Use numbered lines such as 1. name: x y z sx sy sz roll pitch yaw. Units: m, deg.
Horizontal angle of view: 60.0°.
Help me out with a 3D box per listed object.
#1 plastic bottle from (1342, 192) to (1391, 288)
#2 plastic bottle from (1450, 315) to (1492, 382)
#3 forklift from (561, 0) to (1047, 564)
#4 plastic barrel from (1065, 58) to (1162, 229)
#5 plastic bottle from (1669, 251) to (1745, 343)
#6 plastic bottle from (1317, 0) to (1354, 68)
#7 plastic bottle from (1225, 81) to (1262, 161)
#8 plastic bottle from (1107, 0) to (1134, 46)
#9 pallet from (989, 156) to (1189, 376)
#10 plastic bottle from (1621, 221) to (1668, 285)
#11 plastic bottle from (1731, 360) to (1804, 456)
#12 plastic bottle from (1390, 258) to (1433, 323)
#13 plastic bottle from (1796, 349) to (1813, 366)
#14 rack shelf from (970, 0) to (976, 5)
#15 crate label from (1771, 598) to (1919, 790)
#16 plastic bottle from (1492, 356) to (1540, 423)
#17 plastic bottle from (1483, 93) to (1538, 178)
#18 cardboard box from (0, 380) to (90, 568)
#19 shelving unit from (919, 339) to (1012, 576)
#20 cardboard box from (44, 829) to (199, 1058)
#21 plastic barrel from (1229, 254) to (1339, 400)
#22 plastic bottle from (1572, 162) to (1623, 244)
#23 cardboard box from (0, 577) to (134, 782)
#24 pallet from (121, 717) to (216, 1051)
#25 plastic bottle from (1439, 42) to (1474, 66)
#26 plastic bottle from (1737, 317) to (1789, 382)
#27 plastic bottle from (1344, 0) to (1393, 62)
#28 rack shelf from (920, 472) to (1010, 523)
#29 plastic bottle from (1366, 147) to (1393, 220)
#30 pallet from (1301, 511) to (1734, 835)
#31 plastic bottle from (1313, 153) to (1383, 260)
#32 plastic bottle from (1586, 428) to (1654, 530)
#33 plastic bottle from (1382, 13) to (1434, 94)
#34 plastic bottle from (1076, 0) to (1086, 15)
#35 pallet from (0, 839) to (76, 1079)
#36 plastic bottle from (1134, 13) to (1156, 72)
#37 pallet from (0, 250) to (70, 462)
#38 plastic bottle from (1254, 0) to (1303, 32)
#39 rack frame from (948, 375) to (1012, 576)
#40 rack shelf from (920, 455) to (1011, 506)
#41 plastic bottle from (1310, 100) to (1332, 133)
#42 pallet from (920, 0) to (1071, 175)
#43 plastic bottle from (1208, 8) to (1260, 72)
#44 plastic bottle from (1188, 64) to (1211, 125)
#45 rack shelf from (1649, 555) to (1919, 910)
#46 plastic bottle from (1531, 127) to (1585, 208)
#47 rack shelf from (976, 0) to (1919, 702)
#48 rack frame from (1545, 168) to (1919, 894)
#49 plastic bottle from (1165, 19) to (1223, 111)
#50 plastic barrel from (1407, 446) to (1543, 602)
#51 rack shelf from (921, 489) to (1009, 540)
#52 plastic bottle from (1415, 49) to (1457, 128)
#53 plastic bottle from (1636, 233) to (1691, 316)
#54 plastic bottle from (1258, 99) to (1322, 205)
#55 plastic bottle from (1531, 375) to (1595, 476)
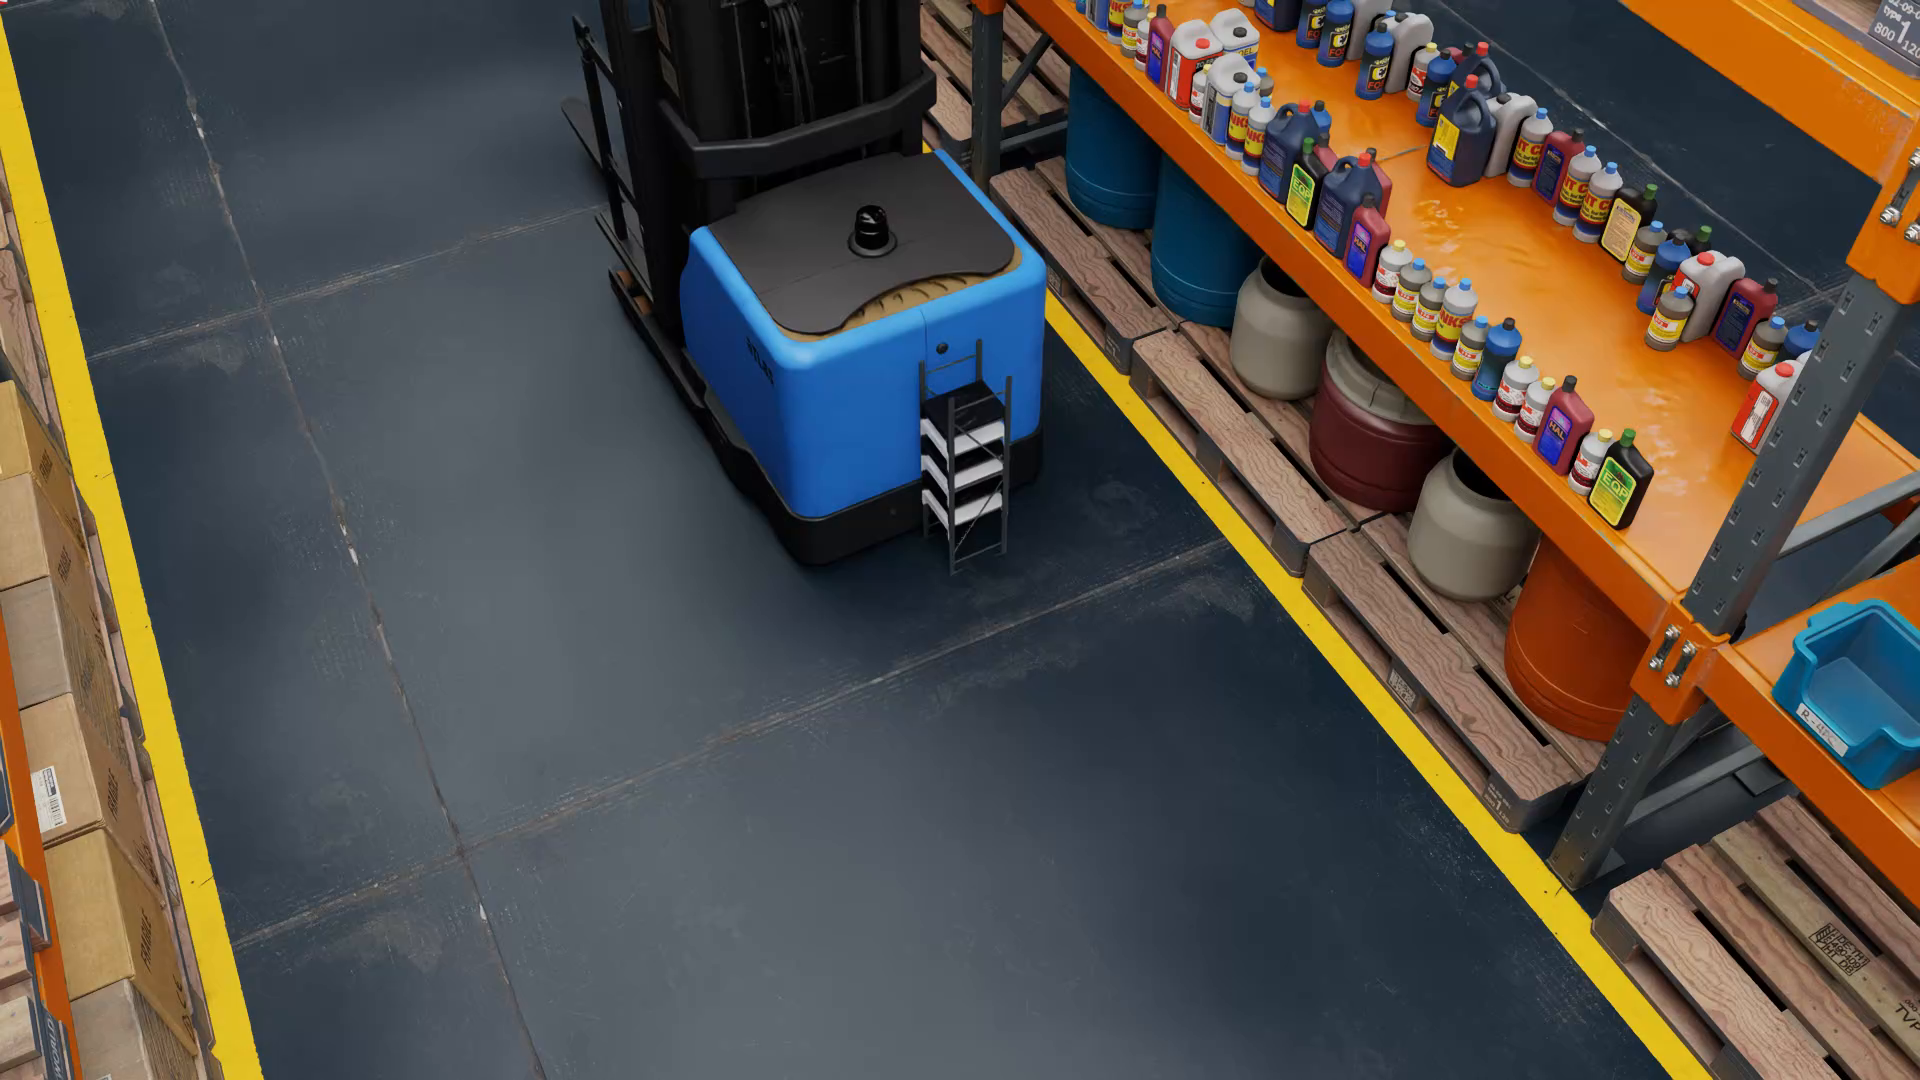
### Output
1. plastic bottle: 1.265 -0.931 5.149 0.061 0.283 0.133 -21 52 -18
2. plastic bottle: 1.512 -0.573 4.890 0.097 0.201 0.097 0 49 0
3. forklift: -0.836 -1.988 6.041 1.130 2.935 3.031 -22 53 -18
4. plastic barrel: 0.755 -1.836 6.978 0.600 0.901 0.708 -21 52 -18
5. plastic bottle: 2.230 -0.751 4.996 0.152 0.276 0.135 -21 52 -18
6. plastic bottle: 1.347 -1.836 5.948 0.097 0.271 0.097 0 49 0
7. plastic bottle: 0.953 -1.413 5.578 0.097 0.271 0.097 0 49 0
8. plastic bottle: 0.591 -1.943 6.042 0.097 0.271 0.097 0 49 0
9. pallet: 0.838 -1.309 7.255 1.003 0.211 1.213 -21 52 -18
10. plastic bottle: 2.140 -0.903 5.179 0.097 0.201 0.097 0 49 0
11. plastic bottle: 2.306 -0.389 4.680 0.152 0.276 0.135 -21 52 -18
12. plastic bottle: 1.378 -0.768 5.061 0.097 0.201 0.097 0 49 0
13. plastic bottle: 2.441 -0.441 4.725 0.152 0.276 0.135 -21 52 -18
14. rack shelf: -0.394 -3.860 8.111 1.077 0.370 4.000 -21 52 -18
15. crate label: 2.212 0.385 4.032 0.303 0.233 0.416 -21 52 -18
16. plastic bottle: 1.601 -0.443 4.776 0.097 0.201 0.097 0 49 0
17. plastic bottle: 1.807 -1.369 5.537 0.152 0.276 0.135 -21 52 -18
18. cardboard box: -3.404 -0.145 5.752 0.500 0.500 0.500 -21 52 -18
19. shelving unit: 0.018 -0.276 5.894 0.258 0.900 0.210 -22 53 -18
20. cardboard box: -2.478 1.212 4.566 0.500 0.500 0.500 -22 52 -18
21. plastic barrel: 1.258 -0.825 6.352 0.421 0.512 0.421 0 49 0
22. plastic bottle: 2.034 -1.080 5.287 0.097 0.271 0.097 0 49 0
23. cardboard box: -2.956 0.525 5.167 0.500 0.500 0.500 -21 52 -17
24. pallet: -2.916 1.212 5.049 1.003 0.211 1.213 -21 52 -18
25. plastic bottle: 1.701 -1.601 5.735 0.061 0.283 0.133 -21 52 -18
26. plastic bottle: 2.368 -0.569 4.887 0.097 0.201 0.097 0 49 0
27. plastic bottle: 1.449 -1.893 5.995 0.152 0.276 0.135 -21 52 -18
28. rack shelf: 0.018 -0.195 5.986 0.258 0.077 0.200 -22 53 -18
29. plastic bottle: 1.308 -1.105 5.301 0.061 0.283 0.133 -21 52 -18
30. pallet: 1.954 0.324 5.827 1.003 0.211 1.213 -21 52 -18
31. plastic bottle: 1.229 -1.074 5.230 0.144 0.351 0.185 -21 52 -18
32. plastic bottle: 1.788 -0.166 4.480 0.061 0.283 0.133 -21 52 -18
33. plastic bottle: 1.555 -1.738 5.859 0.152 0.276 0.135 -21 52 -18
34. plastic bottle: 0.485 -2.098 6.178 0.097 0.271 0.097 0 49 0
35. pallet: -2.427 1.256 3.286 1.213 0.211 1.003 -21 52 -18
36. plastic bottle: 0.680 -1.790 5.954 0.097 0.201 0.097 0 49 0
37. pallet: -4.198 -0.596 6.632 1.003 0.211 1.213 -21 52 -18
38. plastic bottle: 1.190 -2.066 6.097 0.144 0.351 0.185 -21 52 -18
39. rack frame: 0.067 -0.209 5.835 0.240 0.900 0.006 -22 53 -18
40. rack shelf: 0.018 -0.254 5.919 0.258 0.077 0.200 -22 53 -18
41. plastic bottle: 1.171 -1.332 5.508 0.097 0.271 0.097 0 49 0
42. pallet: 0.151 -2.319 8.138 1.003 0.211 1.213 -21 52 -18
43. plastic bottle: 0.954 -1.709 5.834 0.152 0.276 0.135 -21 52 -18
44. plastic bottle: 0.847 -1.545 5.740 0.097 0.201 0.097 0 49 0
45. rack shelf: 3.267 1.494 3.428 1.077 0.370 4.000 -21 52 -18
46. plastic bottle: 1.953 -1.233 5.413 0.061 0.283 0.133 -21 52 -18
47. rack shelf: 1.437 -1.183 5.770 1.077 0.370 4.000 -21 52 -18
48. rack frame: 2.352 -0.081 4.328 1.000 3.000 0.127 -21 52 -18
49. plastic bottle: 0.818 -1.657 5.789 0.152 0.276 0.135 -21 52 -18
50. plastic barrel: 1.775 -0.069 5.691 0.421 0.512 0.421 0 49 0
51. rack shelf: 0.018 -0.136 6.054 0.258 0.077 0.200 -22 53 -18
52. plastic bottle: 1.639 -1.558 5.705 0.097 0.271 0.097 0 49 0
53. plastic bottle: 2.147 -0.815 5.056 0.097 0.271 0.097 0 49 0
54. plastic bottle: 1.083 -1.287 5.416 0.144 0.351 0.185 -21 52 -18
55. plastic bottle: 1.682 -0.321 4.615 0.061 0.283 0.133 -21 52 -18
